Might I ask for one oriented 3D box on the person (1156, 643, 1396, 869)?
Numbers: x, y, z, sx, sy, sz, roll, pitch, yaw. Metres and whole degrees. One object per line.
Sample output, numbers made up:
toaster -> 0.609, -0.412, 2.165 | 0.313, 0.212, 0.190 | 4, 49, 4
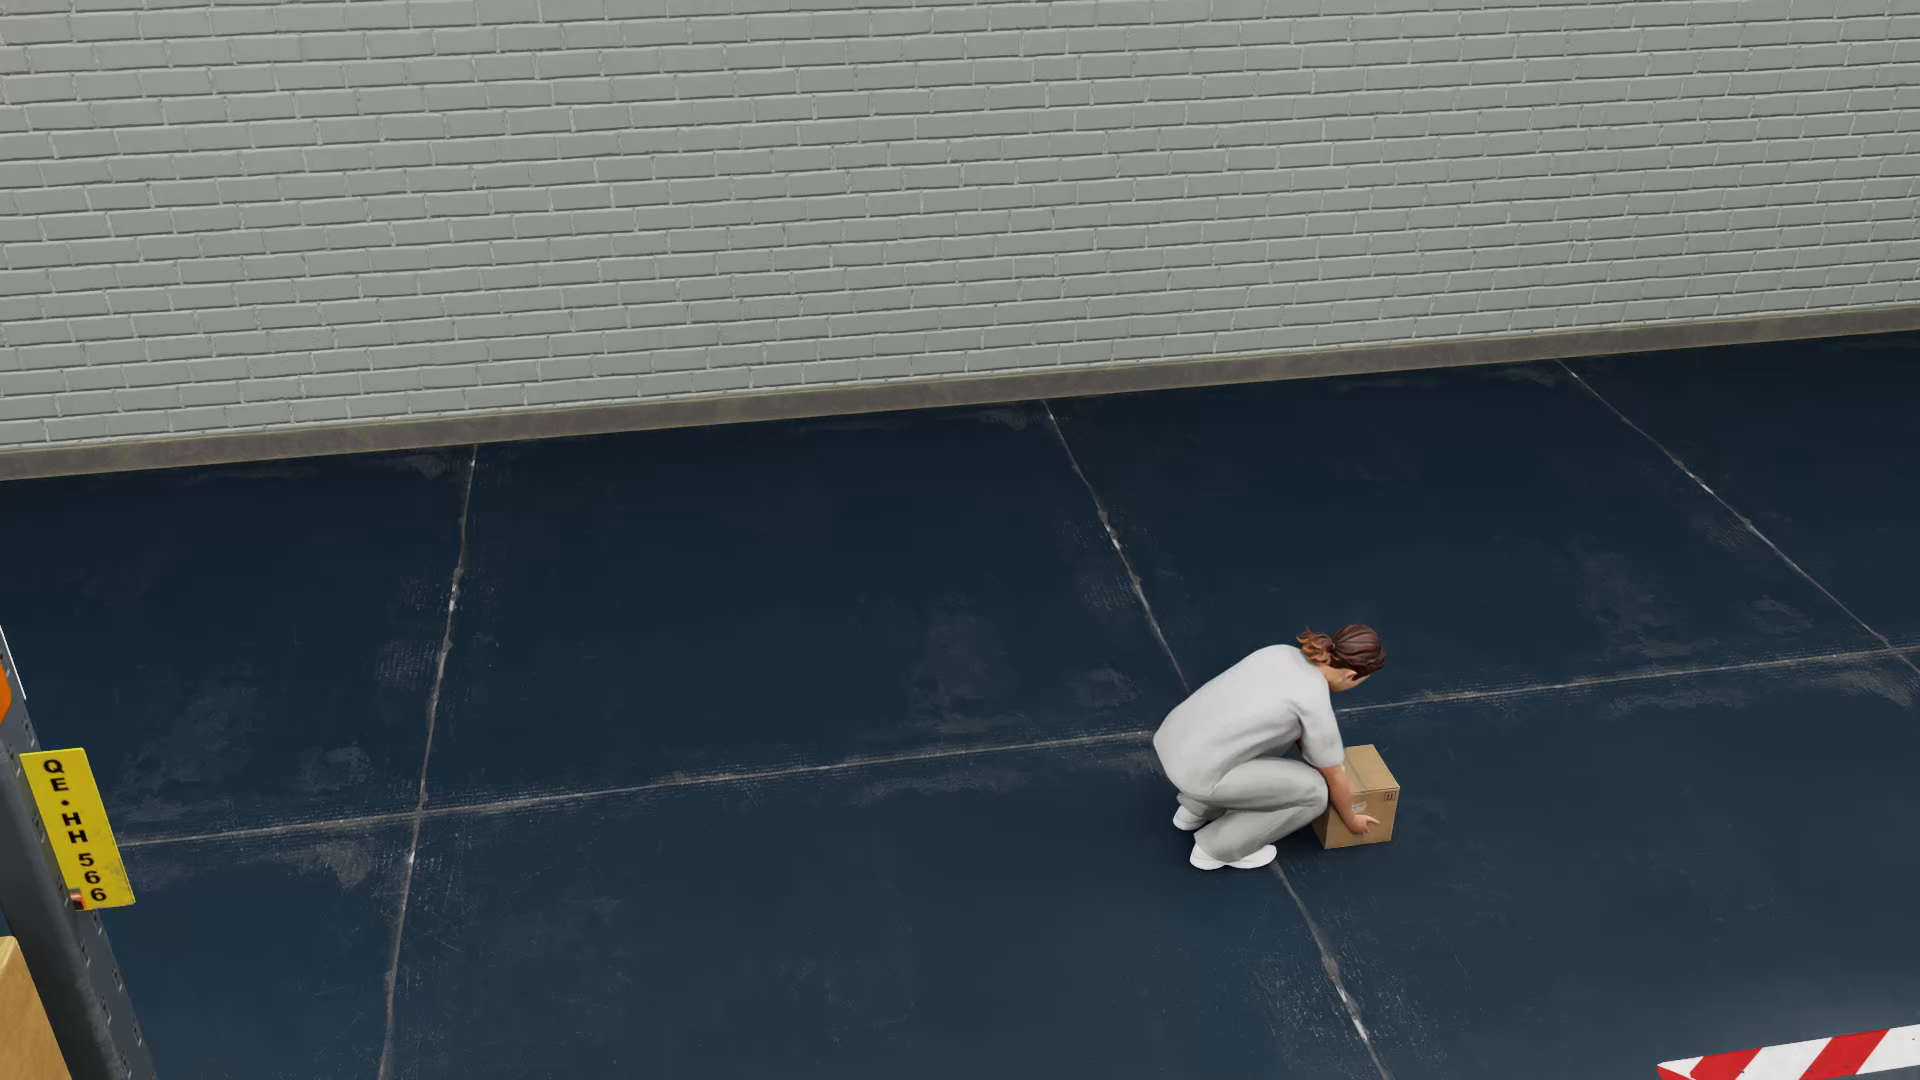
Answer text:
person -> 1.099, 0.763, 5.824 | 0.837, 0.816, 0.472 | -6, 31, -10
